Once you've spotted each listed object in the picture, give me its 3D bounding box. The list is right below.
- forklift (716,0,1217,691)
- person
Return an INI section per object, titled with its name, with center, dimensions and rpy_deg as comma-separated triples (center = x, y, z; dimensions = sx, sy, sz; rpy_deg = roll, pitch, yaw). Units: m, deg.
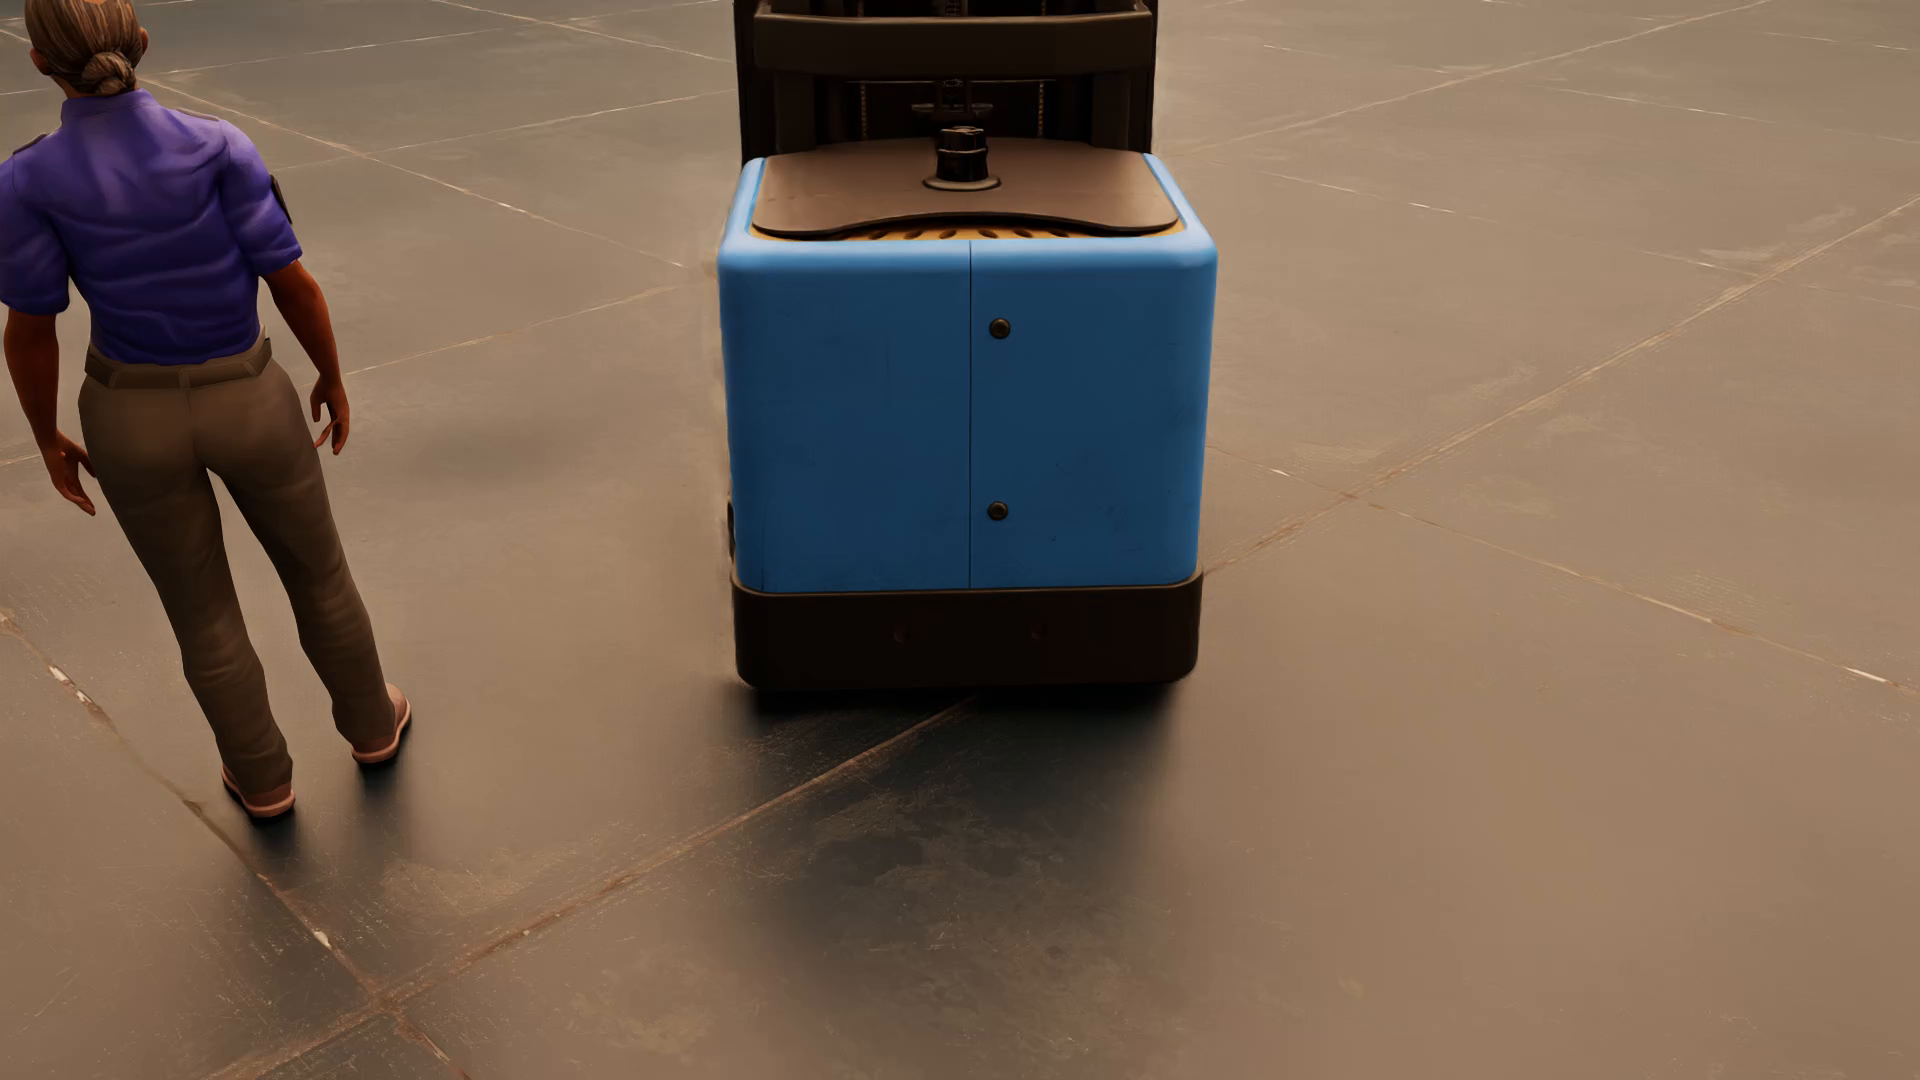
[forklift]
center = -0.048, -1.590, 4.456
dimensions = 1.130, 2.935, 3.031
rpy_deg = -1, 26, -2
[person]
center = -1.424, -0.237, 3.131
dimensions = 0.570, 1.654, 0.504
rpy_deg = -11, 28, -22
